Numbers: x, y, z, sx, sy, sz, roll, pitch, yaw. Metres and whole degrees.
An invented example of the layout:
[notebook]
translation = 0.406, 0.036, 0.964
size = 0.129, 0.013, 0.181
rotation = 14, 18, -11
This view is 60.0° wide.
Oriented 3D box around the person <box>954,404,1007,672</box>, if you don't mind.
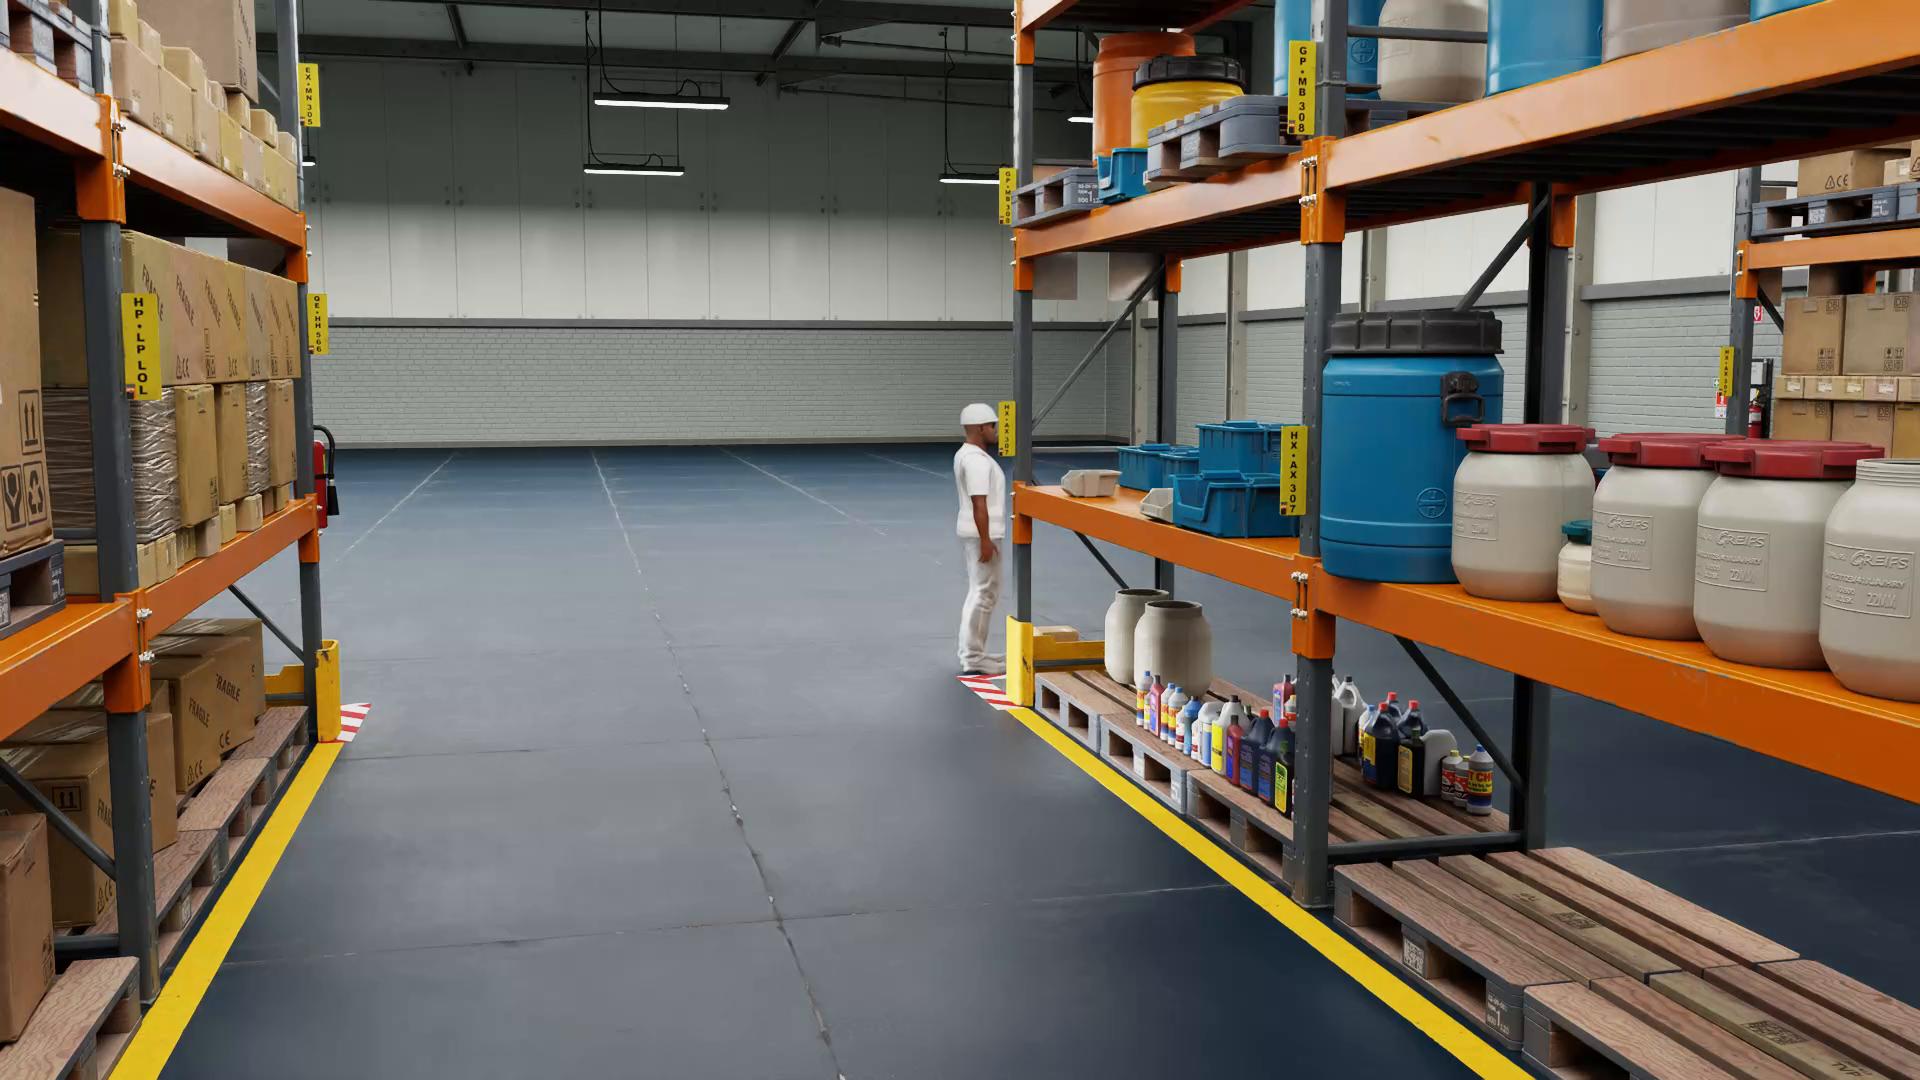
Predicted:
[person]
translation = 0.139, -0.022, 11.071
size = 0.353, 1.761, 0.563
rotation = -1, 6, -5
